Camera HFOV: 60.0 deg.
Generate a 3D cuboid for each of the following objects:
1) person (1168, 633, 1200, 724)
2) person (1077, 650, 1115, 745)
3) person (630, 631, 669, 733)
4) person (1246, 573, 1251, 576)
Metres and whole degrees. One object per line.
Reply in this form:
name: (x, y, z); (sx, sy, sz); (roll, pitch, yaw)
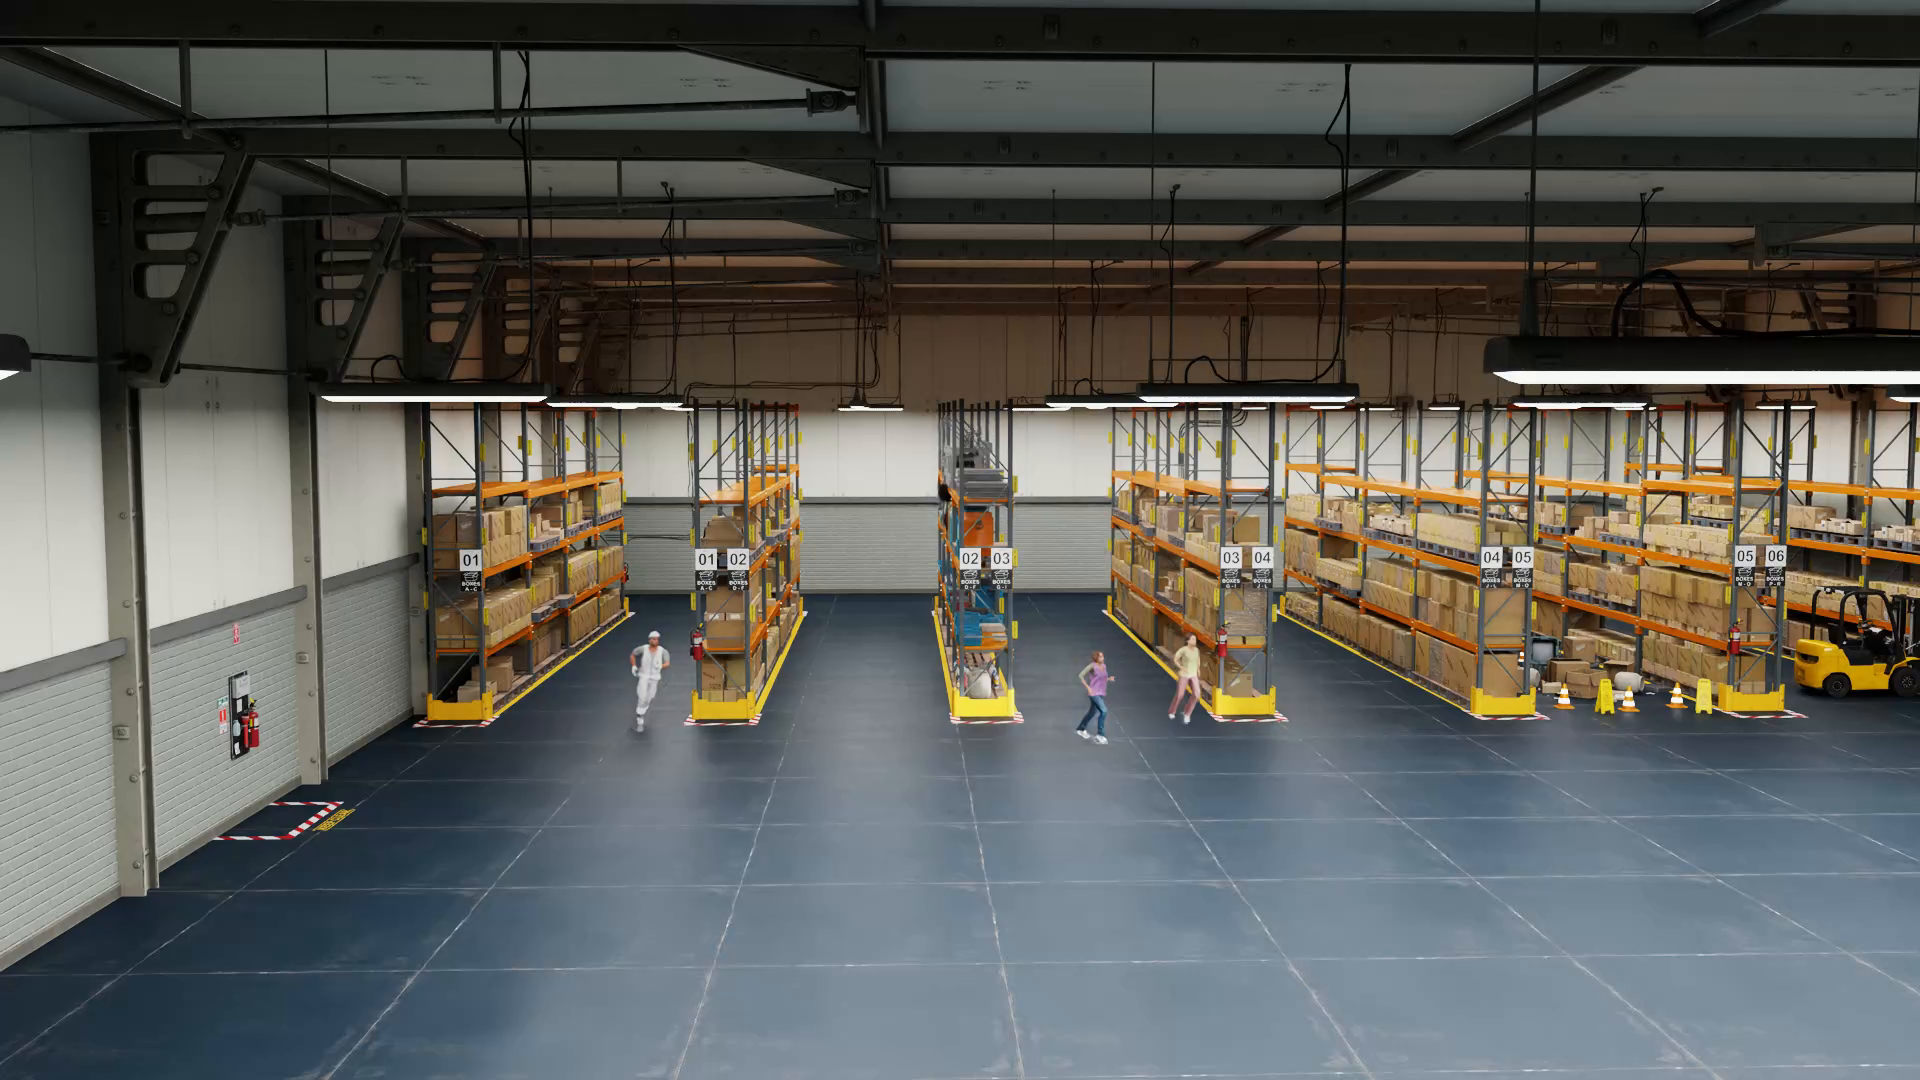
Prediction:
person: (4.255, 2.558, 30.950); (0.635, 1.664, 0.673); (-2, 5, -20)
person: (2.369, 2.734, 28.988); (0.721, 1.650, 0.509); (3, 5, 34)
person: (-5.636, 2.539, 30.278); (0.687, 1.781, 0.948); (-2, 5, -22)
person: (8.001, 1.270, 47.061); (0.763, 1.731, 0.968); (1, 5, 18)
